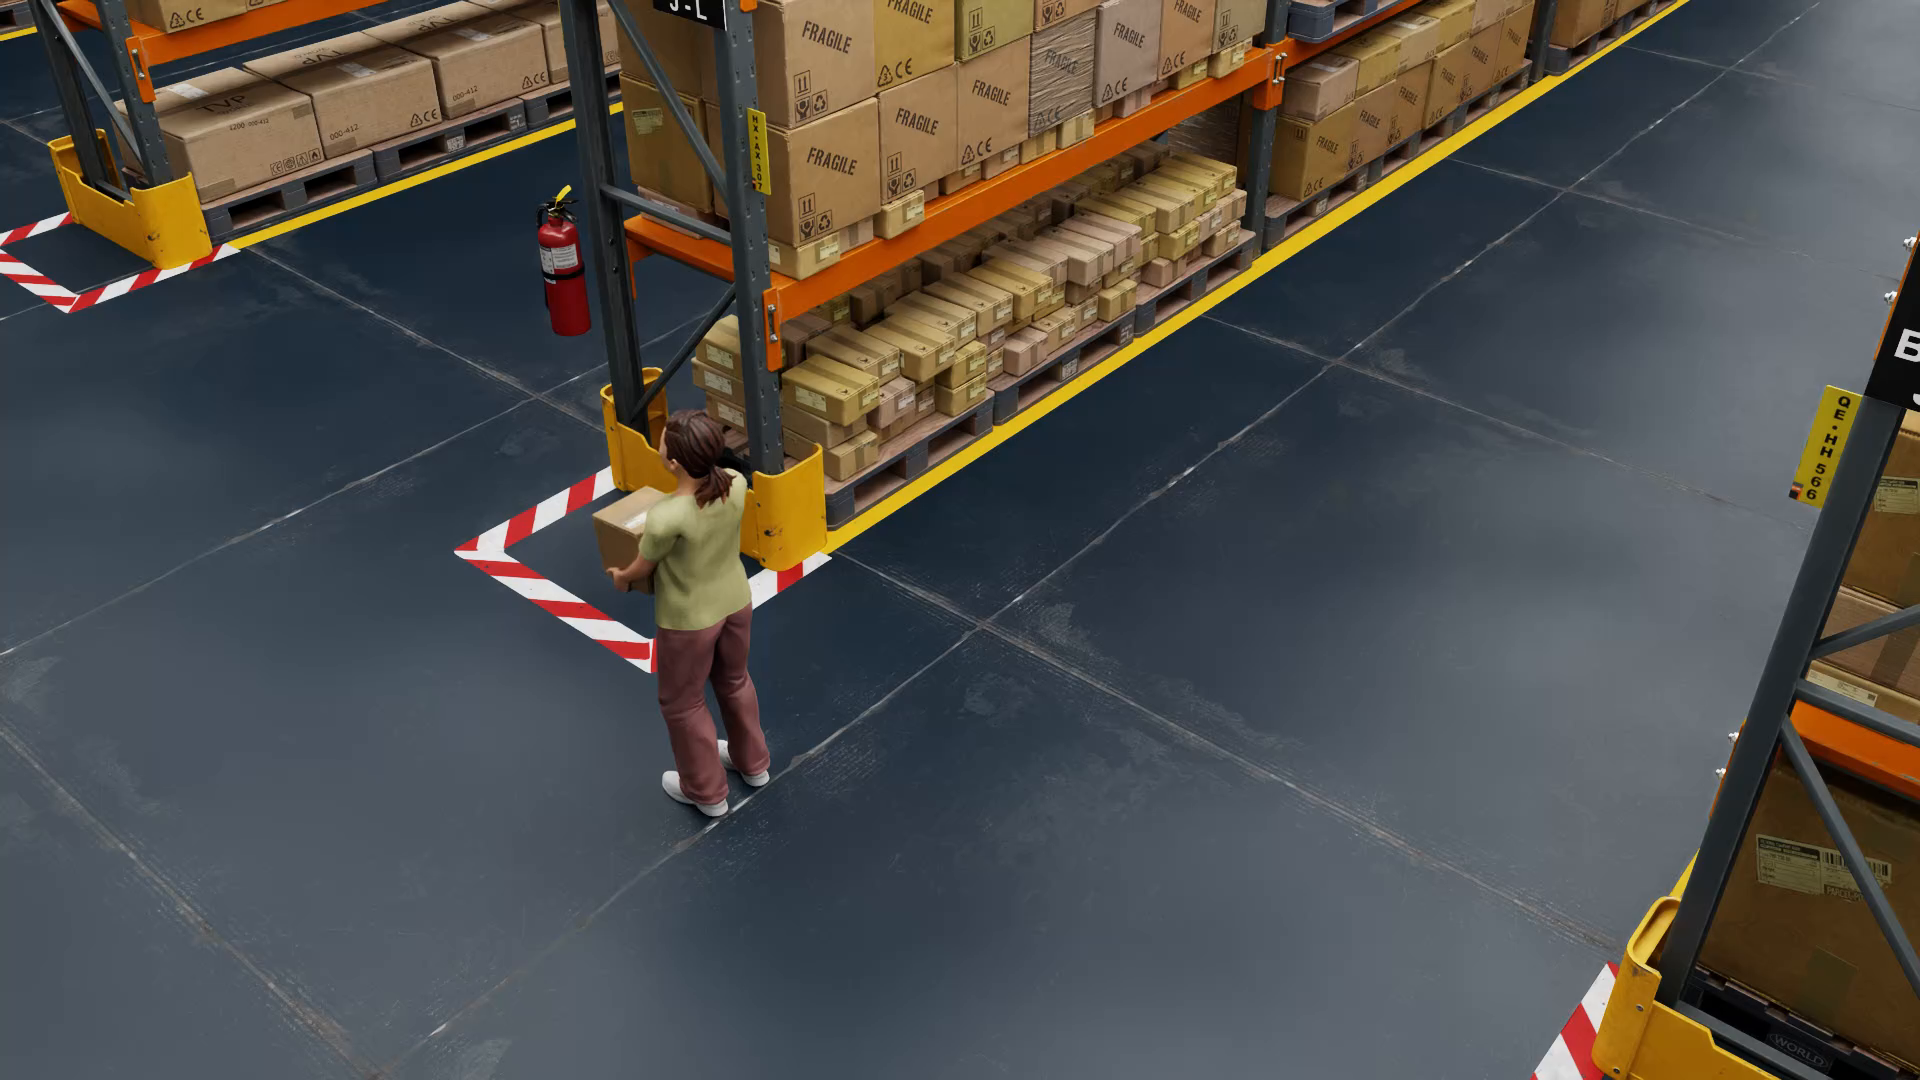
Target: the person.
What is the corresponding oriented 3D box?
[{"bbox_3d":[-0.949,0.228,5.833,0.556,1.665,0.425,27,43,33],"label":"person"}]
